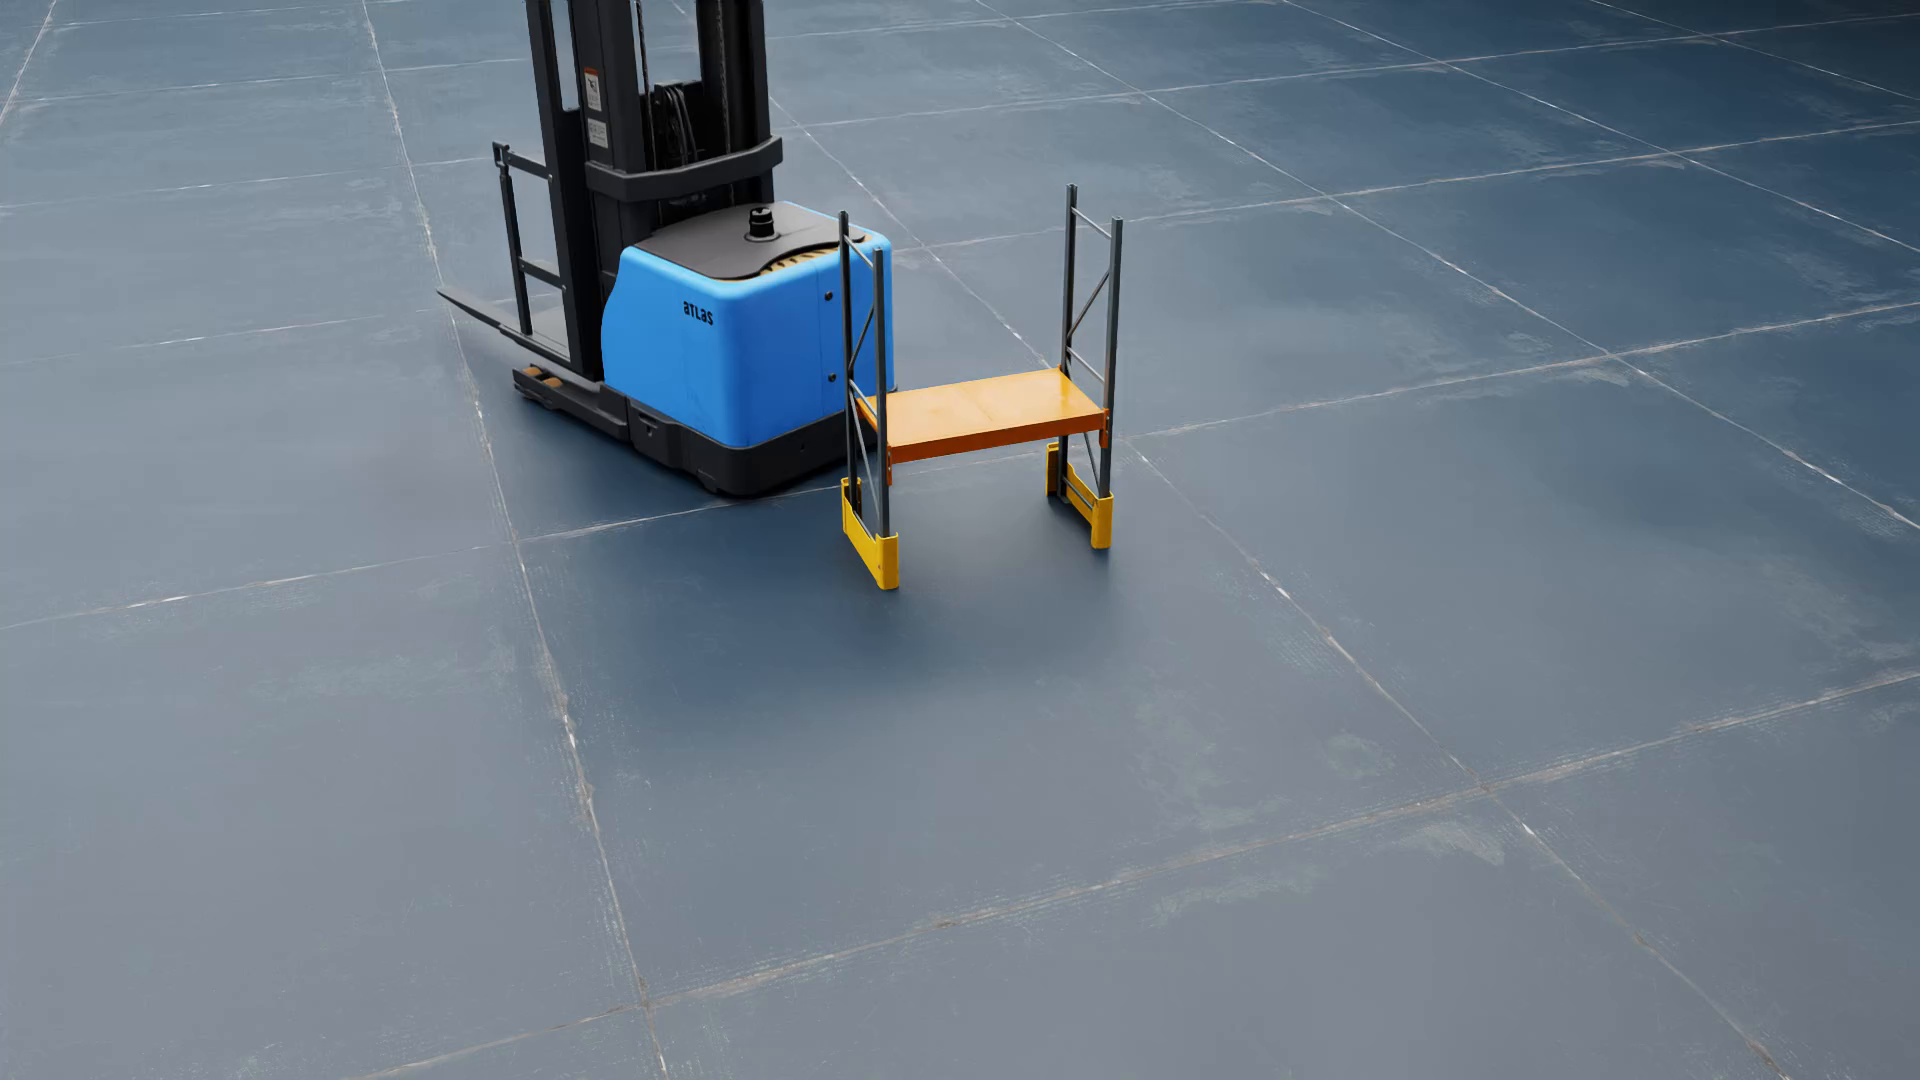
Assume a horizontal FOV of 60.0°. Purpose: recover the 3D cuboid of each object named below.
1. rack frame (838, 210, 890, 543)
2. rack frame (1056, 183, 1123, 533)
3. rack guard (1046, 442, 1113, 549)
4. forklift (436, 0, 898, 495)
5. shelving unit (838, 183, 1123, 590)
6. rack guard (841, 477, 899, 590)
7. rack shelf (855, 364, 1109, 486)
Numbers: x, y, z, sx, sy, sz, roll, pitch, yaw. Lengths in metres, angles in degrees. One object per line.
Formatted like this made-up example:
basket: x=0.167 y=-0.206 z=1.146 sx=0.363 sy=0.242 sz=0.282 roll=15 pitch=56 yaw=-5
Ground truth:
rack frame: x=-0.396 y=-0.579 z=6.959 sx=0.032 sy=1.500 sz=0.500 roll=-10 pitch=31 yaw=-18
rack frame: x=0.556 y=-0.754 z=7.267 sx=0.032 sy=1.500 sz=0.500 roll=-10 pitch=31 yaw=-18
rack guard: x=0.538 y=-0.208 z=7.571 sx=0.087 sy=0.250 sz=0.587 roll=-10 pitch=31 yaw=-18
forklift: x=-1.703 y=-2.108 z=8.199 sx=1.130 sy=2.935 sz=3.031 roll=-26 pitch=39 yaw=-38
shelving unit: x=0.071 y=-0.665 z=7.110 sx=1.083 sy=1.500 sz=0.587 roll=-10 pitch=31 yaw=-18
rack guard: x=-0.395 y=-0.036 z=7.269 sx=0.087 sy=0.250 sz=0.587 roll=-10 pitch=31 yaw=-18
rack shelf: x=0.080 y=-0.510 z=7.202 sx=1.000 sy=0.185 sz=0.538 roll=-10 pitch=31 yaw=-18
